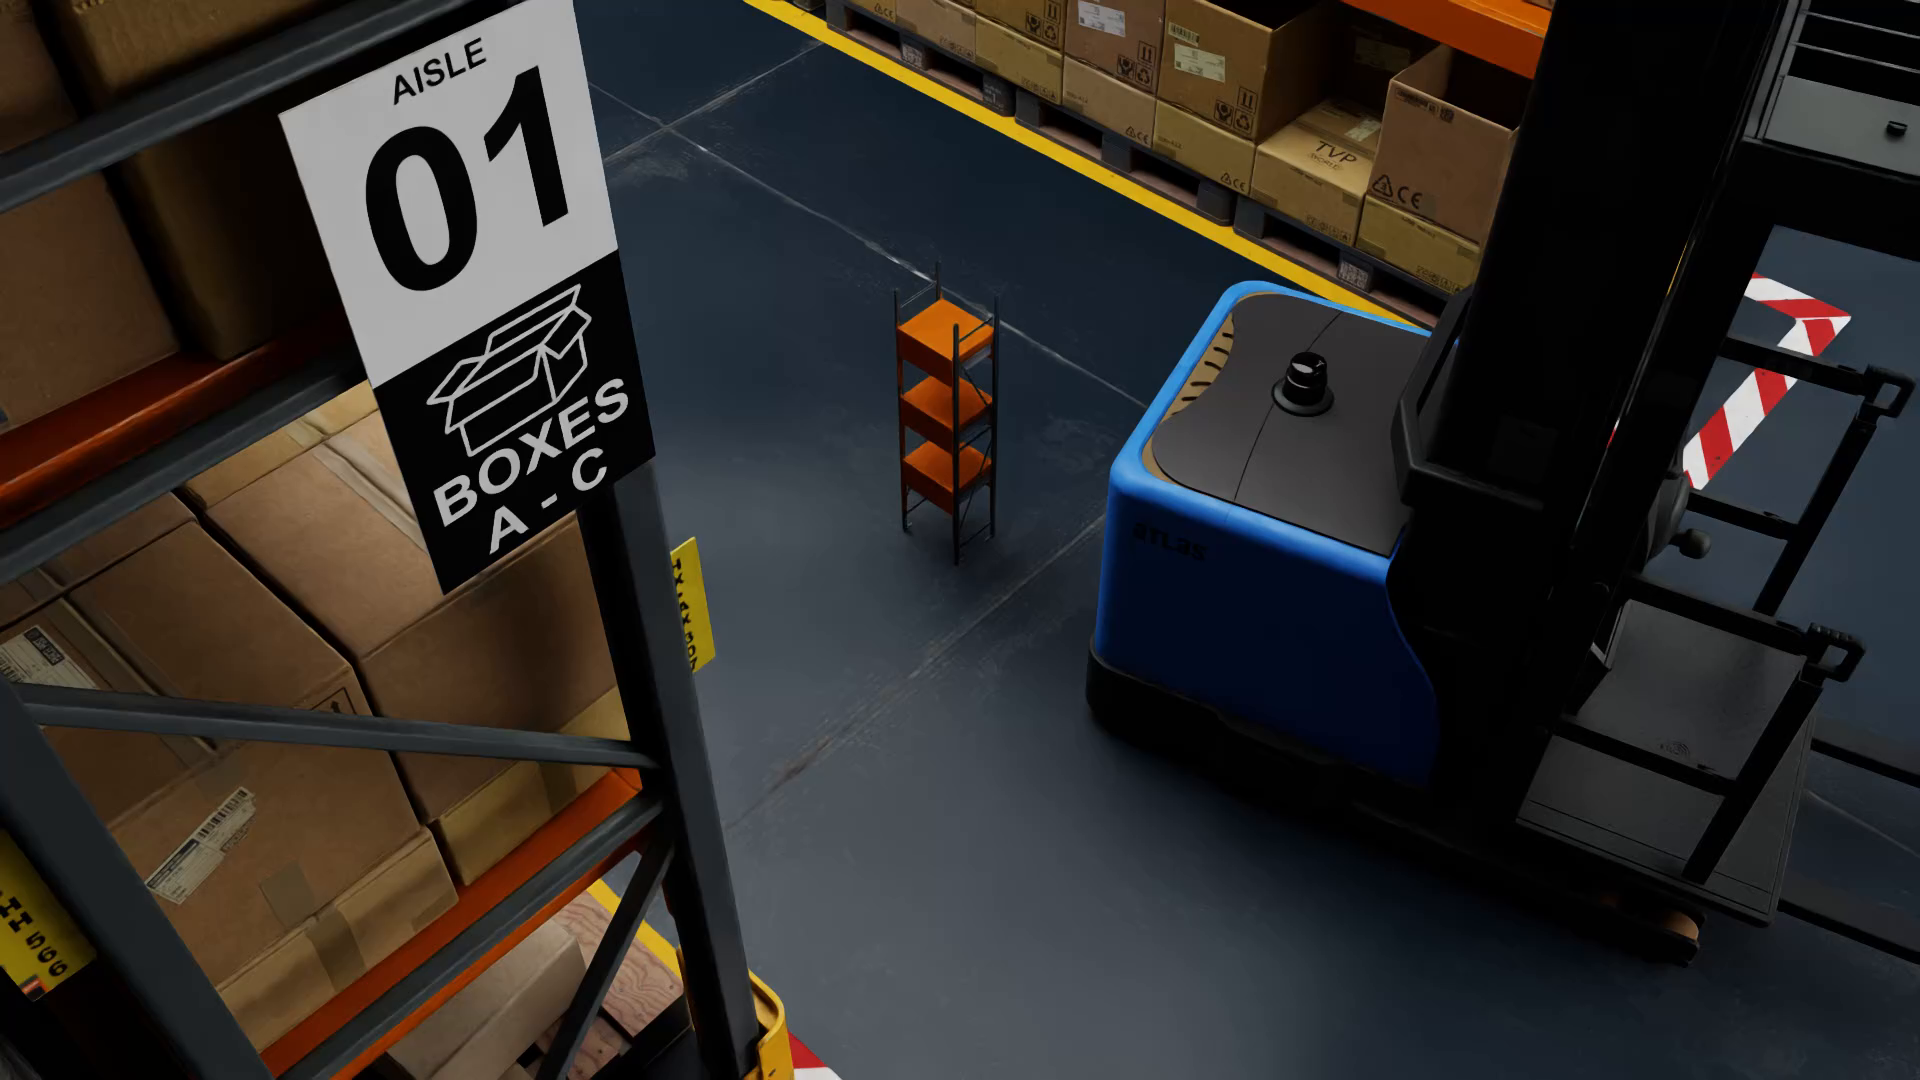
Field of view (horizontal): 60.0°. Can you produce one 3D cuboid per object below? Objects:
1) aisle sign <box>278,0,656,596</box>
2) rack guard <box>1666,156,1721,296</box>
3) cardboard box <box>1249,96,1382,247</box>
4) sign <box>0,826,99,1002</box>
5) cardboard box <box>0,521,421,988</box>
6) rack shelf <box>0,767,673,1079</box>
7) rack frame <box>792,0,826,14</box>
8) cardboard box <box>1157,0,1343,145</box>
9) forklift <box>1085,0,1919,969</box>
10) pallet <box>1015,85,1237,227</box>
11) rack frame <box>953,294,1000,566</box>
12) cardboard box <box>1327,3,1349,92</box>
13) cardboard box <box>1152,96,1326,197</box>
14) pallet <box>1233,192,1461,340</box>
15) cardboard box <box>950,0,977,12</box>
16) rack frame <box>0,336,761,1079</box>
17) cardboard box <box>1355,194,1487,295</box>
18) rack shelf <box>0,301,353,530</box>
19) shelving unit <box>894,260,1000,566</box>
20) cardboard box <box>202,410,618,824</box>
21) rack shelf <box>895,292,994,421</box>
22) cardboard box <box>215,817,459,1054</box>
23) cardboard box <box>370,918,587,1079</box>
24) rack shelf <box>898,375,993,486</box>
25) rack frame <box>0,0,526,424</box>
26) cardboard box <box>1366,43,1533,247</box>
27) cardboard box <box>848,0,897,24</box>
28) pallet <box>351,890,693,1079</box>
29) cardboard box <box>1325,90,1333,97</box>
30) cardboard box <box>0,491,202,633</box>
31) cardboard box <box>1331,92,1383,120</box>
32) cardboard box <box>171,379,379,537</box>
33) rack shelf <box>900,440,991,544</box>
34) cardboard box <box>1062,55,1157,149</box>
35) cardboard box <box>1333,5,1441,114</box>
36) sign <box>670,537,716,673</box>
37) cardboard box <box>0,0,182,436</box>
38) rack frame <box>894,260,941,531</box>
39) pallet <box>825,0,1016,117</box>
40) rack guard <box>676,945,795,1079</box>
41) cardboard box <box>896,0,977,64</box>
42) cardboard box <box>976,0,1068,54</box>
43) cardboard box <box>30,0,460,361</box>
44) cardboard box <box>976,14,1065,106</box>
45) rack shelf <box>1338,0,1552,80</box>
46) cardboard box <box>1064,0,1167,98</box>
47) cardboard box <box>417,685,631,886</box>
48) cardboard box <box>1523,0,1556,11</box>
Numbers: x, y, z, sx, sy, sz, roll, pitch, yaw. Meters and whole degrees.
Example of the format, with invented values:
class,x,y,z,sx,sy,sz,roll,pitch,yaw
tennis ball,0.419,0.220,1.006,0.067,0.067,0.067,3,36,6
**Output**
class,x,y,z,sx,sy,sz,roll,pitch,yaw
aisle sign,-0.605,-0.296,2.187,0.004,0.787,0.394,34,55,28
rack guard,2.513,-1.069,6.411,0.348,0.500,1.175,34,55,28
cardboard box,1.526,-1.487,6.686,0.500,0.250,0.500,34,55,28
sign,-1.252,0.502,2.210,0.005,0.325,0.100,34,55,28
cardboard box,-1.352,0.388,2.903,0.500,0.500,0.500,33,55,27
rack shelf,-2.331,-0.024,4.208,4.000,0.370,1.077,34,55,28
rack frame,-0.444,-3.914,7.368,0.127,3.000,1.000,34,55,28
cardboard box,1.155,-1.988,6.643,0.500,0.500,0.500,34,55,28
forklift,1.940,-0.270,3.993,3.031,2.935,1.130,21,50,18
pallet,1.013,-1.941,7.428,1.213,0.211,1.003,34,55,28
rack frame,0.050,-0.326,5.335,0.008,1.050,0.200,34,55,28
cardboard box,1.508,-2.267,6.904,0.500,0.500,0.500,34,55,28
cardboard box,1.157,-1.733,6.918,0.500,0.250,0.500,34,55,28
pallet,1.905,-1.338,6.861,1.213,0.211,1.003,34,55,28
cardboard box,0.058,-2.734,7.343,0.500,0.500,0.500,34,55,28
rack frame,-0.861,0.719,3.017,0.127,3.000,1.000,34,55,28
cardboard box,1.901,-1.246,6.460,0.500,0.250,0.500,34,55,28
rack shelf,-2.331,-1.050,3.115,4.000,0.370,1.077,34,55,28
shelving unit,-0.039,-0.386,5.392,0.252,1.050,0.215,34,55,28
cardboard box,-1.008,0.110,3.164,0.500,0.500,0.500,34,55,28
rack shelf,-0.039,-0.573,5.193,0.240,0.259,0.215,34,55,28
cardboard box,-1.336,0.636,3.184,0.500,0.250,0.500,35,56,28
cardboard box,-1.309,1.099,4.204,0.500,0.311,0.500,28,53,24
rack shelf,-0.039,-0.379,5.400,0.240,0.259,0.215,34,55,28
rack frame,-0.861,-1.334,0.830,0.127,3.000,1.000,34,55,28
cardboard box,1.900,-1.502,6.186,0.500,0.500,0.500,34,55,28
cardboard box,-0.308,-2.725,7.849,0.500,0.250,0.500,34,55,28
pallet,-1.490,1.215,4.464,1.213,0.211,1.003,34,55,28
cardboard box,1.516,-2.016,7.184,0.500,0.250,0.500,34,55,28
cardboard box,-1.715,0.134,3.142,0.500,0.500,0.500,35,56,28
cardboard box,1.883,-1.769,6.951,0.500,0.250,0.500,34,55,28
cardboard box,-1.365,-0.140,3.399,0.500,0.500,0.500,34,55,28
rack shelf,-0.039,-0.188,5.602,0.240,0.259,0.215,34,55,28
cardboard box,0.791,-1.981,7.151,0.500,0.250,0.500,34,55,28
cardboard box,1.884,-2.026,6.679,0.500,0.500,0.500,34,55,28
sign,-0.493,0.132,2.975,0.005,0.325,0.100,34,55,28
cardboard box,-1.340,-0.419,1.946,0.500,0.500,0.500,-34,56,-28
rack frame,-0.129,-0.446,5.449,0.008,1.050,0.200,34,55,28
pallet,0.112,-2.544,7.994,1.213,0.211,1.003,34,55,28
rack guard,-0.917,1.537,3.964,0.348,0.500,1.175,34,55,28
cardboard box,0.056,-2.475,7.615,0.500,0.250,0.500,34,55,28
cardboard box,0.420,-2.482,7.107,0.500,0.500,0.500,34,55,28
cardboard box,-0.937,-0.648,2.161,0.500,0.500,0.500,35,56,29
cardboard box,0.419,-2.225,7.380,0.500,0.250,0.500,34,55,28
rack shelf,1.026,-2.679,6.701,4.000,0.370,1.077,34,55,28
cardboard box,0.789,-2.236,6.876,0.500,0.500,0.500,34,55,28
cardboard box,-1.004,0.352,3.451,0.500,0.250,0.500,32,55,27
cardboard box,2.161,-2.208,5.697,0.500,0.500,0.700,34,55,28
